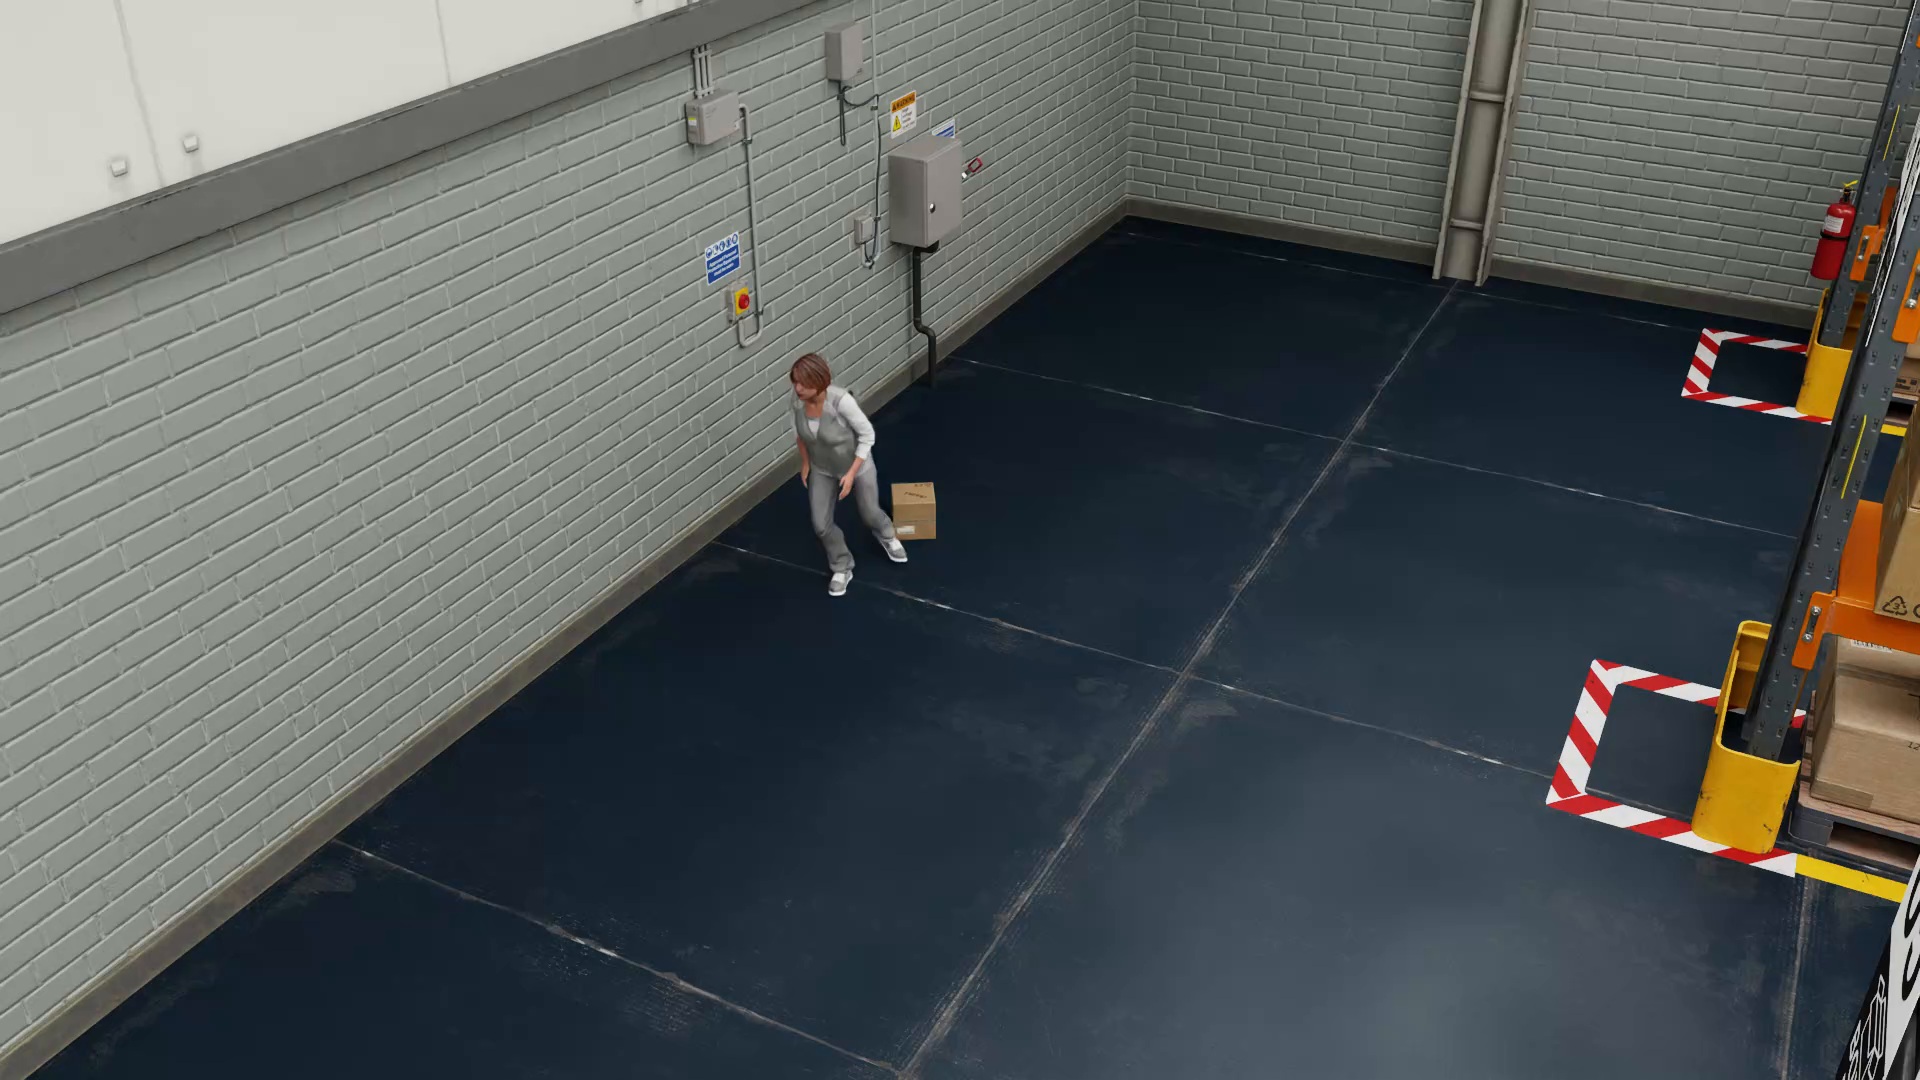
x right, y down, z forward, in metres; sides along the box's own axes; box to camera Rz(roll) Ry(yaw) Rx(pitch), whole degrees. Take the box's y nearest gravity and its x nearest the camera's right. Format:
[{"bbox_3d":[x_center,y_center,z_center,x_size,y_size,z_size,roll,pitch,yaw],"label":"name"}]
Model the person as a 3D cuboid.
[{"bbox_3d":[-0.632,-0.415,9.077,0.544,1.511,0.761,9,32,15],"label":"person"}]
